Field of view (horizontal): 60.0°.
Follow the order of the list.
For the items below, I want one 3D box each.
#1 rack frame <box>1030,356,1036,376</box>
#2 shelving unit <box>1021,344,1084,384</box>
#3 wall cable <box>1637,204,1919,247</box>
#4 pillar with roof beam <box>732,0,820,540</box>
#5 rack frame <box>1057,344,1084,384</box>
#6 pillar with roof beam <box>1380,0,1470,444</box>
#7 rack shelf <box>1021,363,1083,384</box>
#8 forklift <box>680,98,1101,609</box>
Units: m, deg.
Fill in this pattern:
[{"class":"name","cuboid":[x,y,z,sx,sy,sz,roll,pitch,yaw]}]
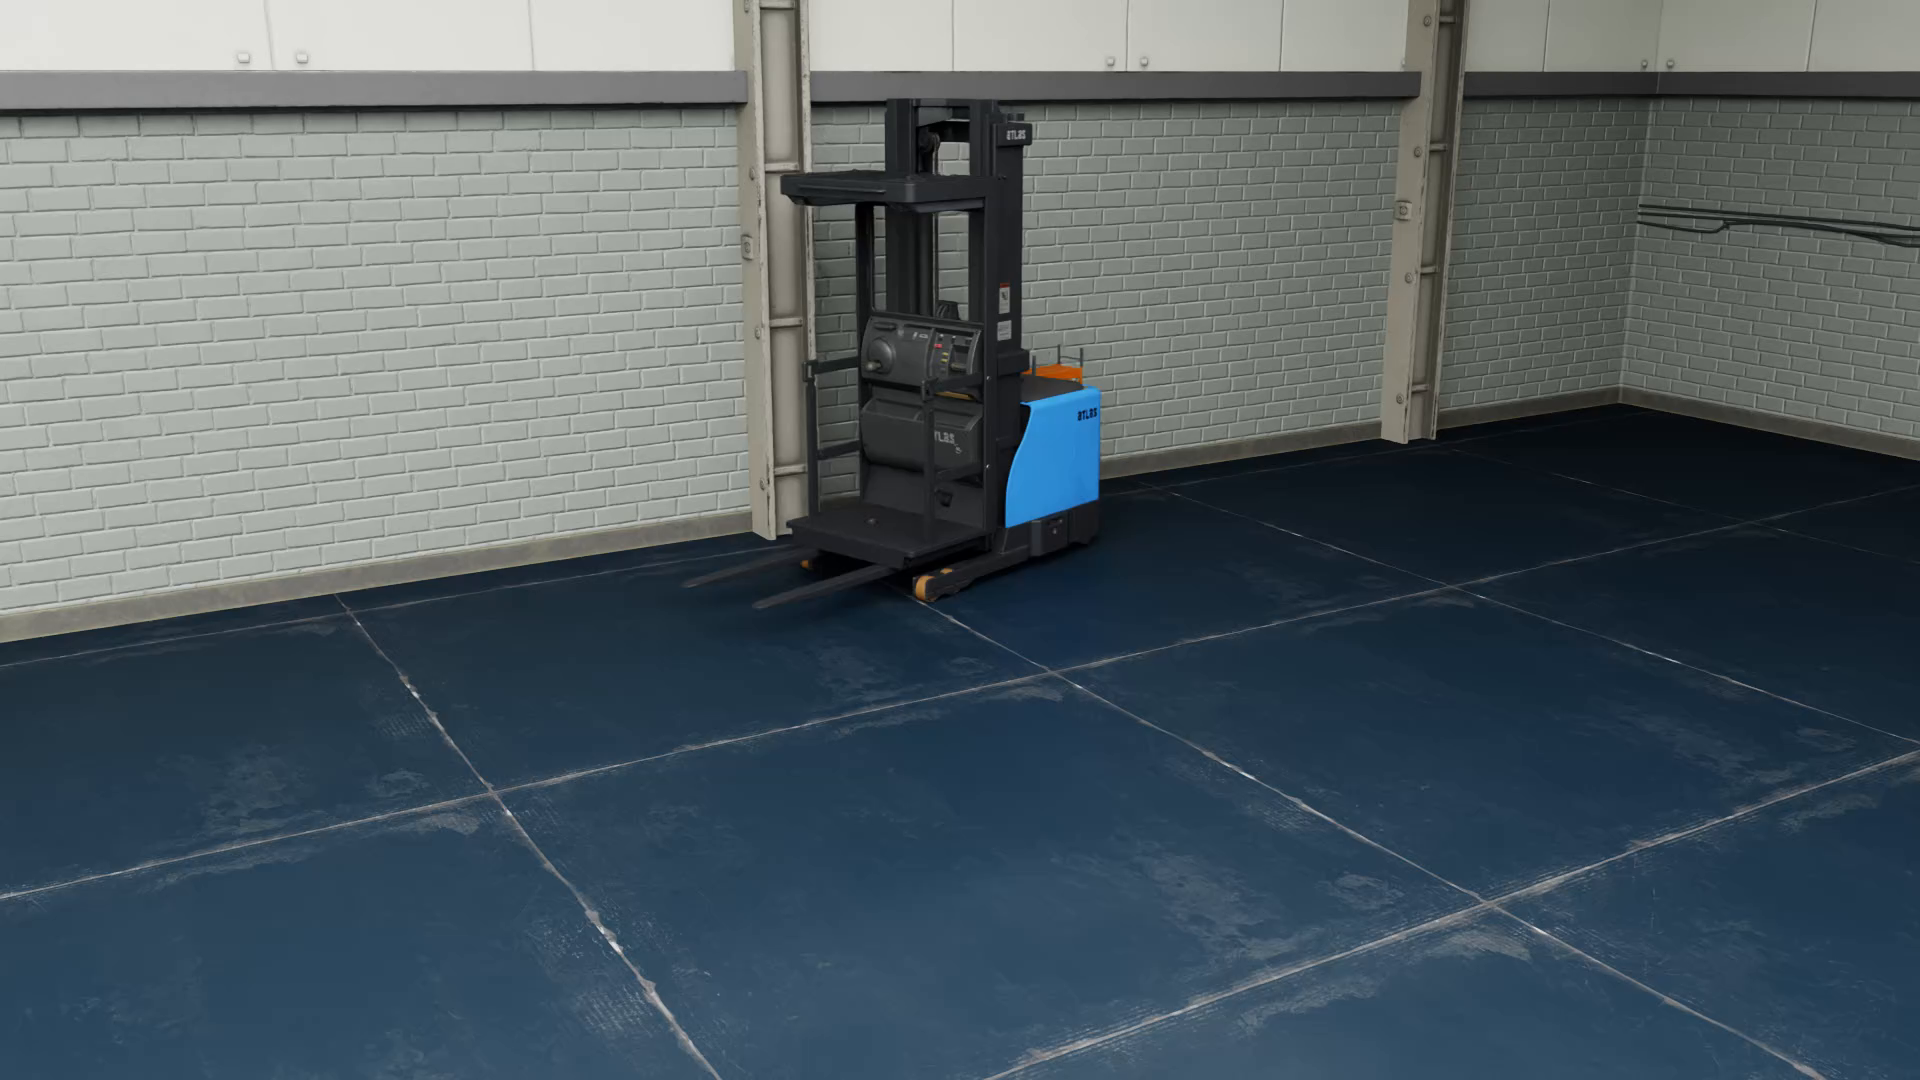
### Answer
[{"class":"rack frame","cuboid":[0.438,-0.720,11.754,0.015,1.200,0.240,-14,21,-41]},{"class":"shelving unit","cuboid":[0.615,-0.765,11.915,0.503,1.200,0.258,-14,21,-41]},{"class":"wall cable","cuboid":[7.132,-3.836,14.175,0.112,2.526,3.097,-9,18,-30]},{"class":"pillar with roof beam","cuboid":[1.000,-3.398,6.858,0.400,9.000,9.100,-9,18,-30]},{"class":"rack frame","cuboid":[0.792,-0.810,12.077,0.015,1.200,0.240,-14,21,-41]},{"class":"pillar with roof beam","cuboid":[6.143,-4.232,9.834,0.400,9.000,9.100,-9,18,-30]},{"class":"rack shelf","cuboid":[0.615,-1.143,11.809,0.480,0.148,0.258,-14,21,-41]},{"class":"forklift","cuboid":[-0.385,-1.185,10.207,1.130,2.935,3.031,13,20,39]}]
